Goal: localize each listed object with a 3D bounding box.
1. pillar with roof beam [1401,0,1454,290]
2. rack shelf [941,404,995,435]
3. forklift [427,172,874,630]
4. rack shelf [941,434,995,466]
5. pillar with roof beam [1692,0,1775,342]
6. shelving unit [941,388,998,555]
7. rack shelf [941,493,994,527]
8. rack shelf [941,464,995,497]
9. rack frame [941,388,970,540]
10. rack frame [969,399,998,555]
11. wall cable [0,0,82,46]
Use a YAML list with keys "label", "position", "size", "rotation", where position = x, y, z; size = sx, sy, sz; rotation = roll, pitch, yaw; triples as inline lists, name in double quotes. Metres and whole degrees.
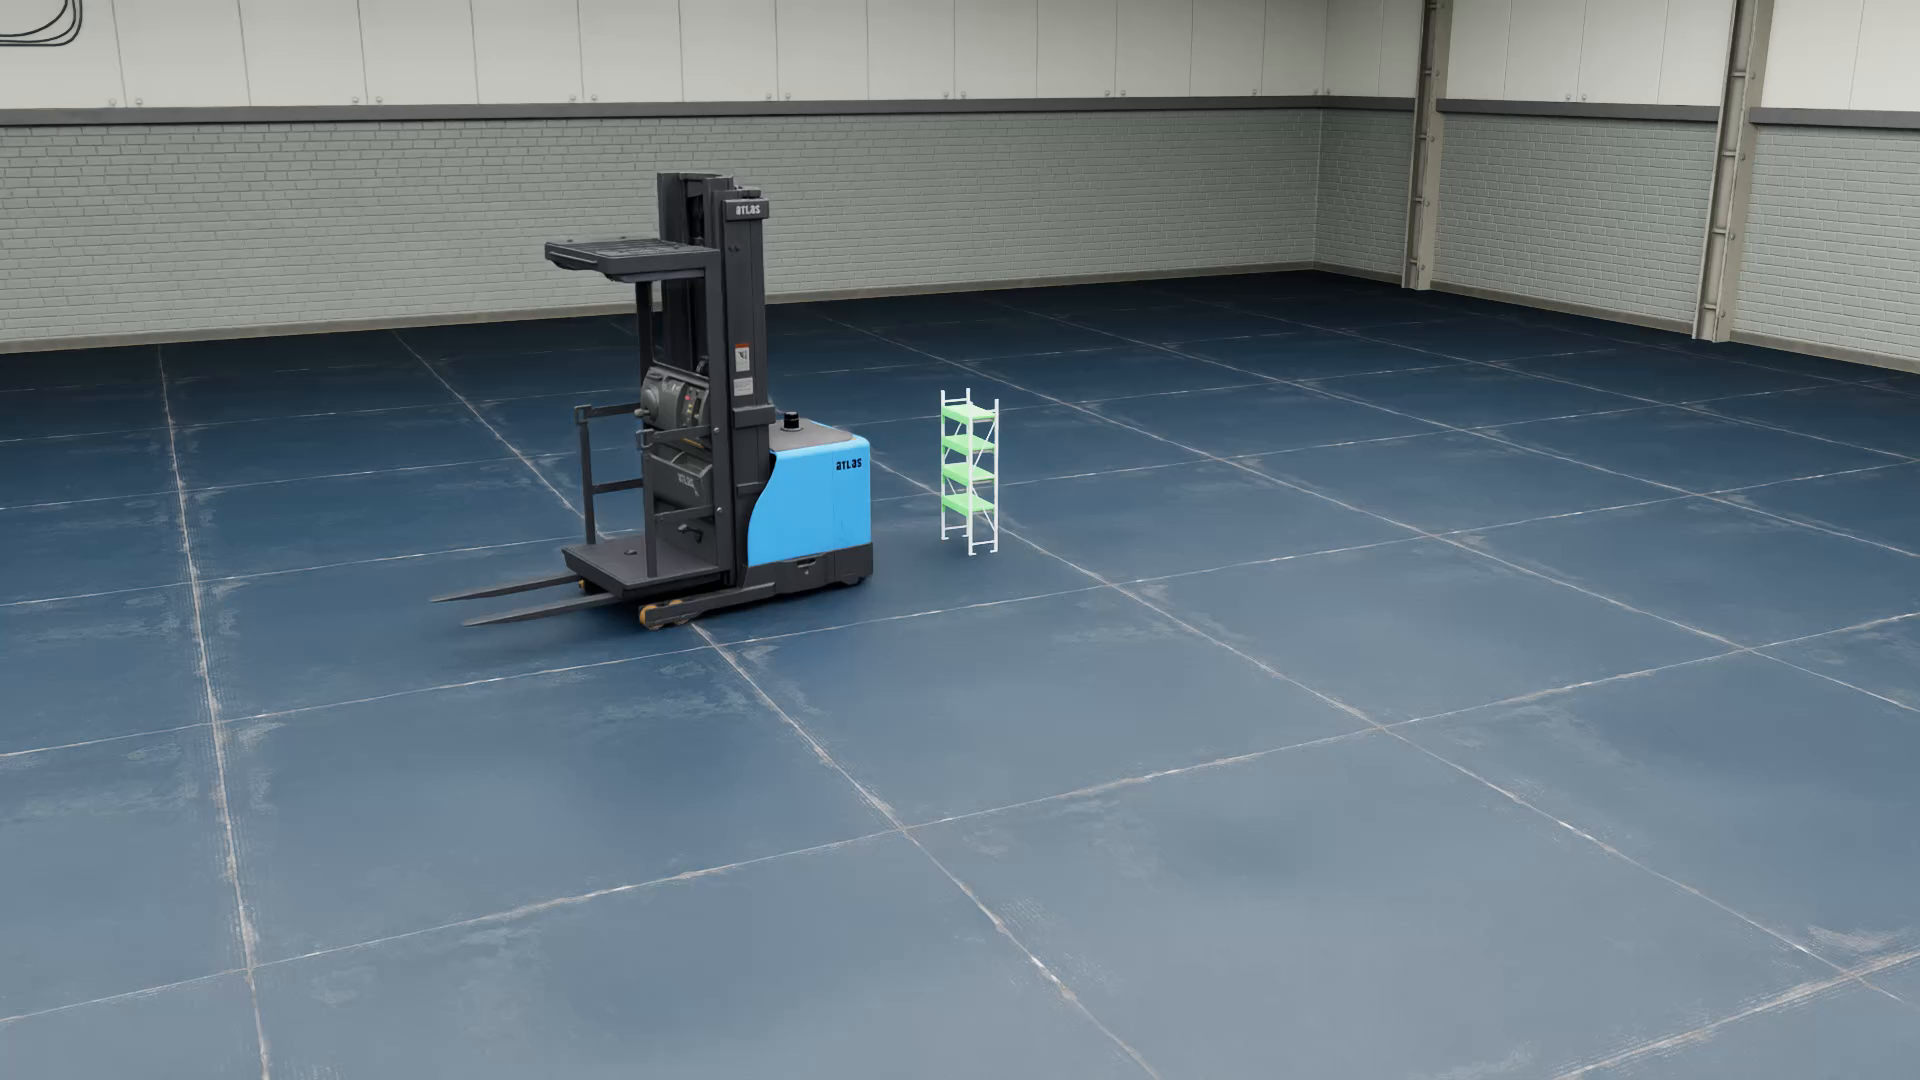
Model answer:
- label: "pillar with roof beam"
  position: [3.819, -8.045, 24.972]
  size: [9.100, 9.000, 0.400]
  rotation: [-8, 18, -25]
- label: "rack shelf"
  position: [0.072, -0.936, 12.827]
  size: [0.258, 0.148, 0.480]
  rotation: [-8, 18, -25]
- label: "forklift"
  position: [-2.125, -0.970, 11.316]
  size: [3.031, 2.935, 1.130]
  rotation: [-11, 20, -34]
- label: "rack shelf"
  position: [0.072, -0.705, 12.894]
  size: [0.258, 0.148, 0.480]
  rotation: [-8, 18, -25]
- label: "pillar with roof beam"
  position: [6.448, -6.558, 19.788]
  size: [9.100, 9.000, 0.400]
  rotation: [-8, 18, -25]
- label: "shelving unit"
  position: [0.073, -0.536, 12.942]
  size: [0.258, 1.200, 0.503]
  rotation: [-8, 18, -25]
- label: "rack shelf"
  position: [0.073, -0.244, 13.026]
  size: [0.258, 0.148, 0.480]
  rotation: [-8, 18, -25]
- label: "rack shelf"
  position: [0.073, -0.474, 12.960]
  size: [0.258, 0.148, 0.480]
  rotation: [-8, 18, -25]
- label: "rack frame"
  position: [-0.034, -0.596, 13.153]
  size: [0.240, 1.200, 0.015]
  rotation: [-8, 18, -25]
- label: "rack frame"
  position: [0.179, -0.475, 12.731]
  size: [0.240, 1.200, 0.015]
  rotation: [-8, 18, -25]
- label: "wall cable"
  position: [-12.188, -8.427, 20.137]
  size: [2.305, 6.003, 0.169]
  rotation: [-8, 18, -25]
